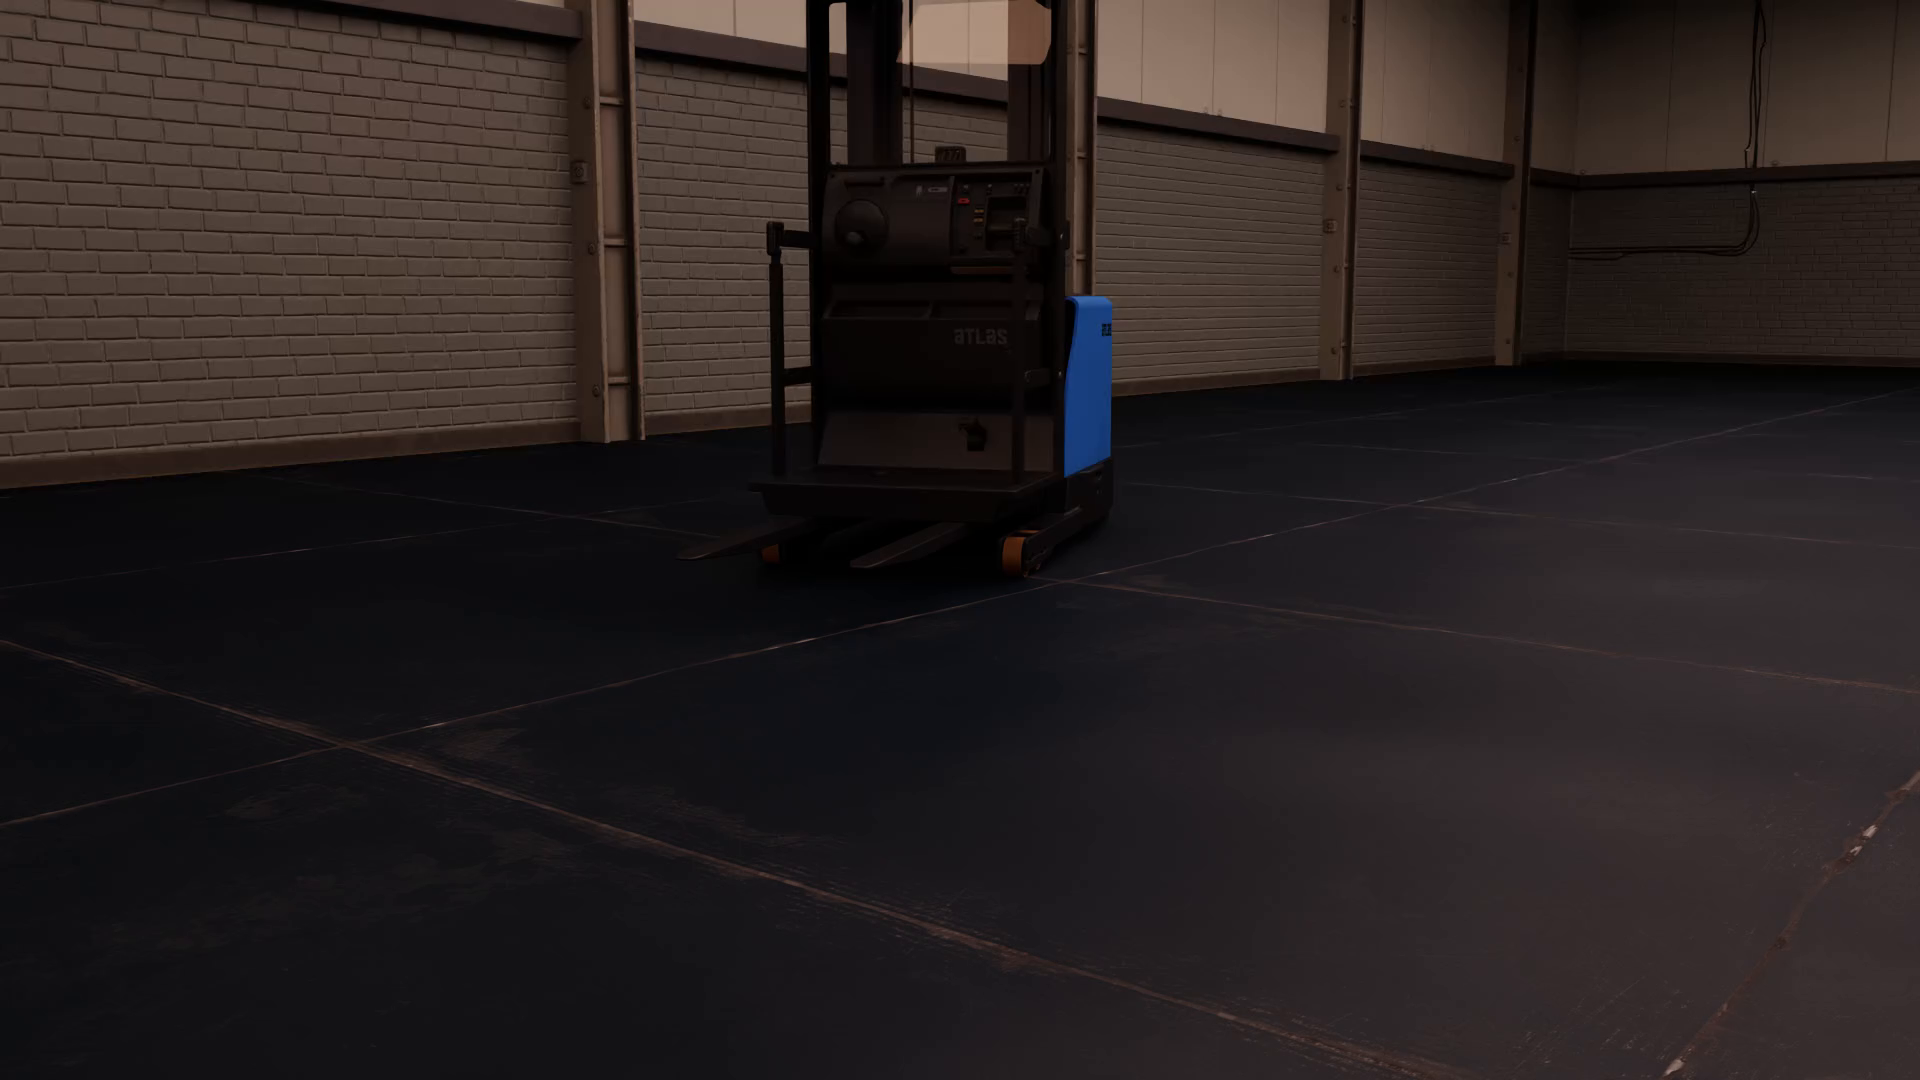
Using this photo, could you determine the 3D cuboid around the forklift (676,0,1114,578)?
[{"bbox_3d":[-0.176,-1.366,6.616,1.130,2.935,3.031,3,9,17],"label":"forklift"}]
